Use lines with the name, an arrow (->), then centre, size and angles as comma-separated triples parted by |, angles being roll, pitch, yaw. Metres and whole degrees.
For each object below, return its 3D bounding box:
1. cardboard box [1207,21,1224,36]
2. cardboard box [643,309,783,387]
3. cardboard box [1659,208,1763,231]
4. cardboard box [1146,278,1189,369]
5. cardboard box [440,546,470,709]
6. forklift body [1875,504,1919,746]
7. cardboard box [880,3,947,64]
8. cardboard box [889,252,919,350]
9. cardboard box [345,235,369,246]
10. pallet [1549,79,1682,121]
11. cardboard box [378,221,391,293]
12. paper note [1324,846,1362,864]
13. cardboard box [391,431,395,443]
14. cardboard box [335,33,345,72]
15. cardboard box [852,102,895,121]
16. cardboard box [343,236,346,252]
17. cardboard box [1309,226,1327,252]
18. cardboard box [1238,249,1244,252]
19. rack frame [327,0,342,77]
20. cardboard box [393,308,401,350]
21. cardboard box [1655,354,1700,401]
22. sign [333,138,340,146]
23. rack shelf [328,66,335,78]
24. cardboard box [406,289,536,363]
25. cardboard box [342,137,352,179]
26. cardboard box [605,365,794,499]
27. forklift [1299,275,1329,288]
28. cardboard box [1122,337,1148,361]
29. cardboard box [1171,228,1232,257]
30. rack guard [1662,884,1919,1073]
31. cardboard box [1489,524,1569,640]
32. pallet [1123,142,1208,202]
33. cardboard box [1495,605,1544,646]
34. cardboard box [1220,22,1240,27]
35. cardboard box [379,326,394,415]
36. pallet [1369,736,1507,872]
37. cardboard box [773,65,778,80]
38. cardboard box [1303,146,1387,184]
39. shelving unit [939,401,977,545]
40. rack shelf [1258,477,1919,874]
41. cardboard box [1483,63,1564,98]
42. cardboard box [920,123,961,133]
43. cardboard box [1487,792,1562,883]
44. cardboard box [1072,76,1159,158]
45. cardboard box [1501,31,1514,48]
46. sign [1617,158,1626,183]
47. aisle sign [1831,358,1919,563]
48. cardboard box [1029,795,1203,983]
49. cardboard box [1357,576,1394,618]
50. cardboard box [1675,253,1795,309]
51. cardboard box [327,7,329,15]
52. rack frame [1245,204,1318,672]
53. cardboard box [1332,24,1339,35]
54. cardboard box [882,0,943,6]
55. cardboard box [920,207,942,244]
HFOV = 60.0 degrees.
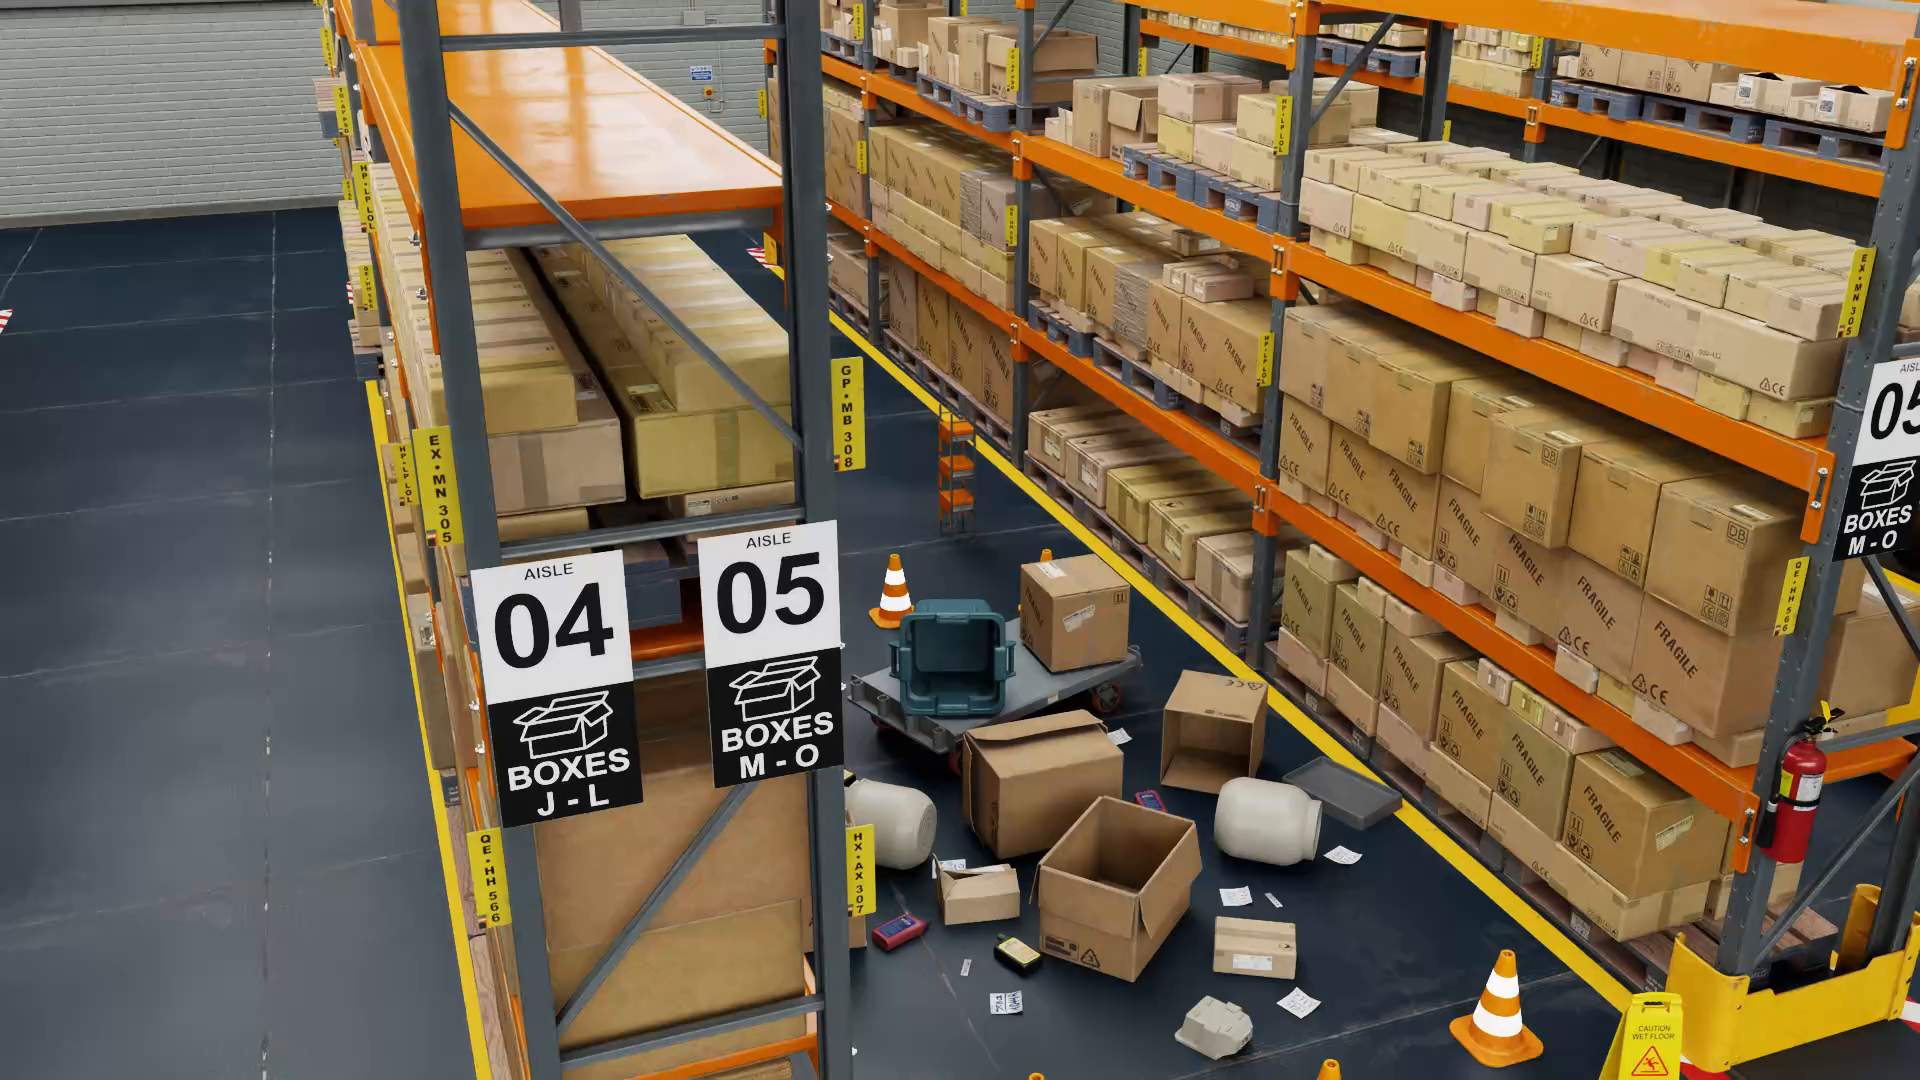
cardboard box -> 3.187, -6.123, 19.877 | 0.380, 0.149, 0.250 | -8, 24, -18
cardboard box -> -0.744, -0.582, 5.035 | 0.380, 0.149, 0.250 | -8, 24, -19
cardboard box -> 3.478, -1.433, 7.722 | 0.380, 0.149, 0.250 | -8, 24, -18
cardboard box -> 1.615, -1.503, 11.402 | 0.500, 0.500, 0.500 | -7, 24, -17
cardboard box -> -1.592, 0.256, 6.696 | 0.875, 0.550, 0.500 | -8, 24, -19
forklift body -> 6.024, 0.101, 9.740 | 2.313, 2.155, 1.214 | -8, 24, -19
cardboard box -> -0.440, -4.791, 15.722 | 0.500, 0.500, 0.500 | -9, 24, -20
cardboard box -> -0.187, -2.529, 17.083 | 0.875, 0.875, 0.875 | -8, 24, -17
cardboard box -> -4.810, -2.391, 13.578 | 0.380, 0.149, 0.250 | -8, 24, -17
pallet -> 5.898, -3.819, 14.329 | 1.213, 0.211, 1.003 | -7, 24, -17
cardboard box -> -2.159, -1.197, 7.006 | 0.500, 0.250, 0.500 | -9, 24, -19
paper note -> 2.022, 1.661, 8.770 | 0.142, 0.019, 0.148 | -18, 29, -37
cardboard box -> -4.140, -0.604, 13.000 | 0.500, 0.500, 0.500 | -8, 24, -19
cardboard box -> -4.653, -3.857, 13.503 | 0.797, 0.503, 0.637 | -9, 24, -20
cardboard box -> -0.887, -4.403, 17.082 | 0.380, 0.149, 0.250 | -9, 24, -20
cardboard box -> -5.089, -2.539, 14.313 | 0.380, 0.149, 0.250 | -9, 25, -21
cardboard box -> 2.225, -1.740, 9.478 | 0.380, 0.149, 0.250 | -9, 24, -20
cardboard box -> 3.564, -3.437, 20.021 | 0.396, 0.266, 0.258 | -7, 24, -17
rack frame -> -5.076, -5.577, 14.397 | 1.000, 3.000, 0.127 | -8, 24, -19
cardboard box -> -2.078, -0.864, 6.729 | 0.380, 0.149, 0.250 | -9, 24, -20
cardboard box -> 3.190, -0.713, 7.042 | 0.380, 0.149, 0.250 | -8, 24, -17
sign -> -6.996, -4.591, 18.665 | 0.100, 0.325, 0.005 | -8, 24, -19
rack shelf -> -5.782, -4.590, 16.843 | 1.077, 0.370, 4.000 | -8, 24, -19
cardboard box -> -1.543, -0.680, 5.266 | 0.380, 0.149, 0.250 | -8, 24, -18
cardboard box -> -5.495, -3.590, 15.607 | 0.500, 0.500, 0.500 | -9, 25, -21
cardboard box -> -0.767, -0.353, 5.004 | 0.500, 0.250, 0.500 | -8, 24, -19
forklift -> 3.444, -1.896, 13.476 | 3.031, 2.935, 1.130 | 12, 26, 26
cardboard box -> 1.399, -1.416, 12.029 | 0.380, 0.149, 0.250 | -8, 24, -17
cardboard box -> 1.774, -2.195, 12.209 | 0.380, 0.149, 0.250 | -10, 25, -22
rack guard -> 3.732, 1.956, 7.466 | 1.175, 0.500, 0.348 | -8, 24, -19
cardboard box -> 2.963, 0.124, 8.082 | 0.500, 0.500, 0.500 | -8, 24, -19
pallet -> 1.858, -2.533, 11.277 | 1.213, 0.211, 1.003 | -8, 24, -19
cardboard box -> 2.909, 0.386, 8.297 | 0.380, 0.149, 0.250 | -9, 24, -20
cardboard box -> 3.393, -6.177, 19.492 | 0.500, 0.250, 0.500 | -8, 24, -18
cardboard box -> -3.757, -1.205, 11.619 | 0.500, 0.500, 0.500 | -8, 24, -18
pallet -> 3.051, 1.346, 9.284 | 1.003, 0.211, 1.213 | -8, 24, -19
cardboard box -> -2.027, -5.621, 19.973 | 0.380, 0.149, 0.250 | -8, 24, -18
cardboard box -> 2.152, -2.097, 9.297 | 0.380, 0.149, 0.250 | -9, 24, -20
shelving unit -> -0.019, -0.503, 12.592 | 0.215, 1.050, 0.252 | -8, 24, -19
rack shelf -> 3.052, 0.436, 8.779 | 1.077, 0.370, 4.000 | -8, 24, -19
cardboard box -> 5.167, -4.224, 15.241 | 0.500, 0.250, 0.500 | -9, 25, -21
cardboard box -> -0.088, -3.908, 16.743 | 0.500, 0.500, 0.500 | -8, 24, -17
cardboard box -> 3.046, 1.459, 8.426 | 0.500, 0.250, 0.500 | -8, 24, -19
cardboard box -> 1.258, -3.158, 12.390 | 0.700, 0.500, 0.500 | -8, 24, -19
cardboard box -> 5.183, -4.586, 15.203 | 0.380, 0.149, 0.250 | -9, 25, -21
sign -> 6.093, -3.369, 15.390 | 0.100, 0.325, 0.005 | -8, 24, -19
aisle sign -> 3.509, -0.304, 6.263 | 0.394, 0.787, 0.004 | -8, 24, -19
cardboard box -> 0.770, 1.691, 8.090 | 0.637, 0.503, 0.797 | 12, 26, 27
cardboard box -> 2.473, 0.299, 9.378 | 0.380, 0.149, 0.250 | -7, 24, -17
cardboard box -> 3.201, -1.074, 6.871 | 0.380, 0.149, 0.250 | -9, 24, -20
cardboard box -> -5.923, -5.083, 16.121 | 0.380, 0.149, 0.250 | -9, 24, -19
rack frame -> 2.346, -0.622, 10.364 | 1.000, 3.000, 0.127 | -8, 24, -19
cardboard box -> 4.135, -5.377, 17.437 | 0.380, 0.149, 0.250 | -8, 24, -19
cardboard box -> -0.492, -5.439, 17.133 | 0.500, 0.500, 0.500 | -8, 24, -18
cardboard box -> -0.044, -2.935, 15.402 | 0.500, 0.250, 0.500 | -9, 25, -21
